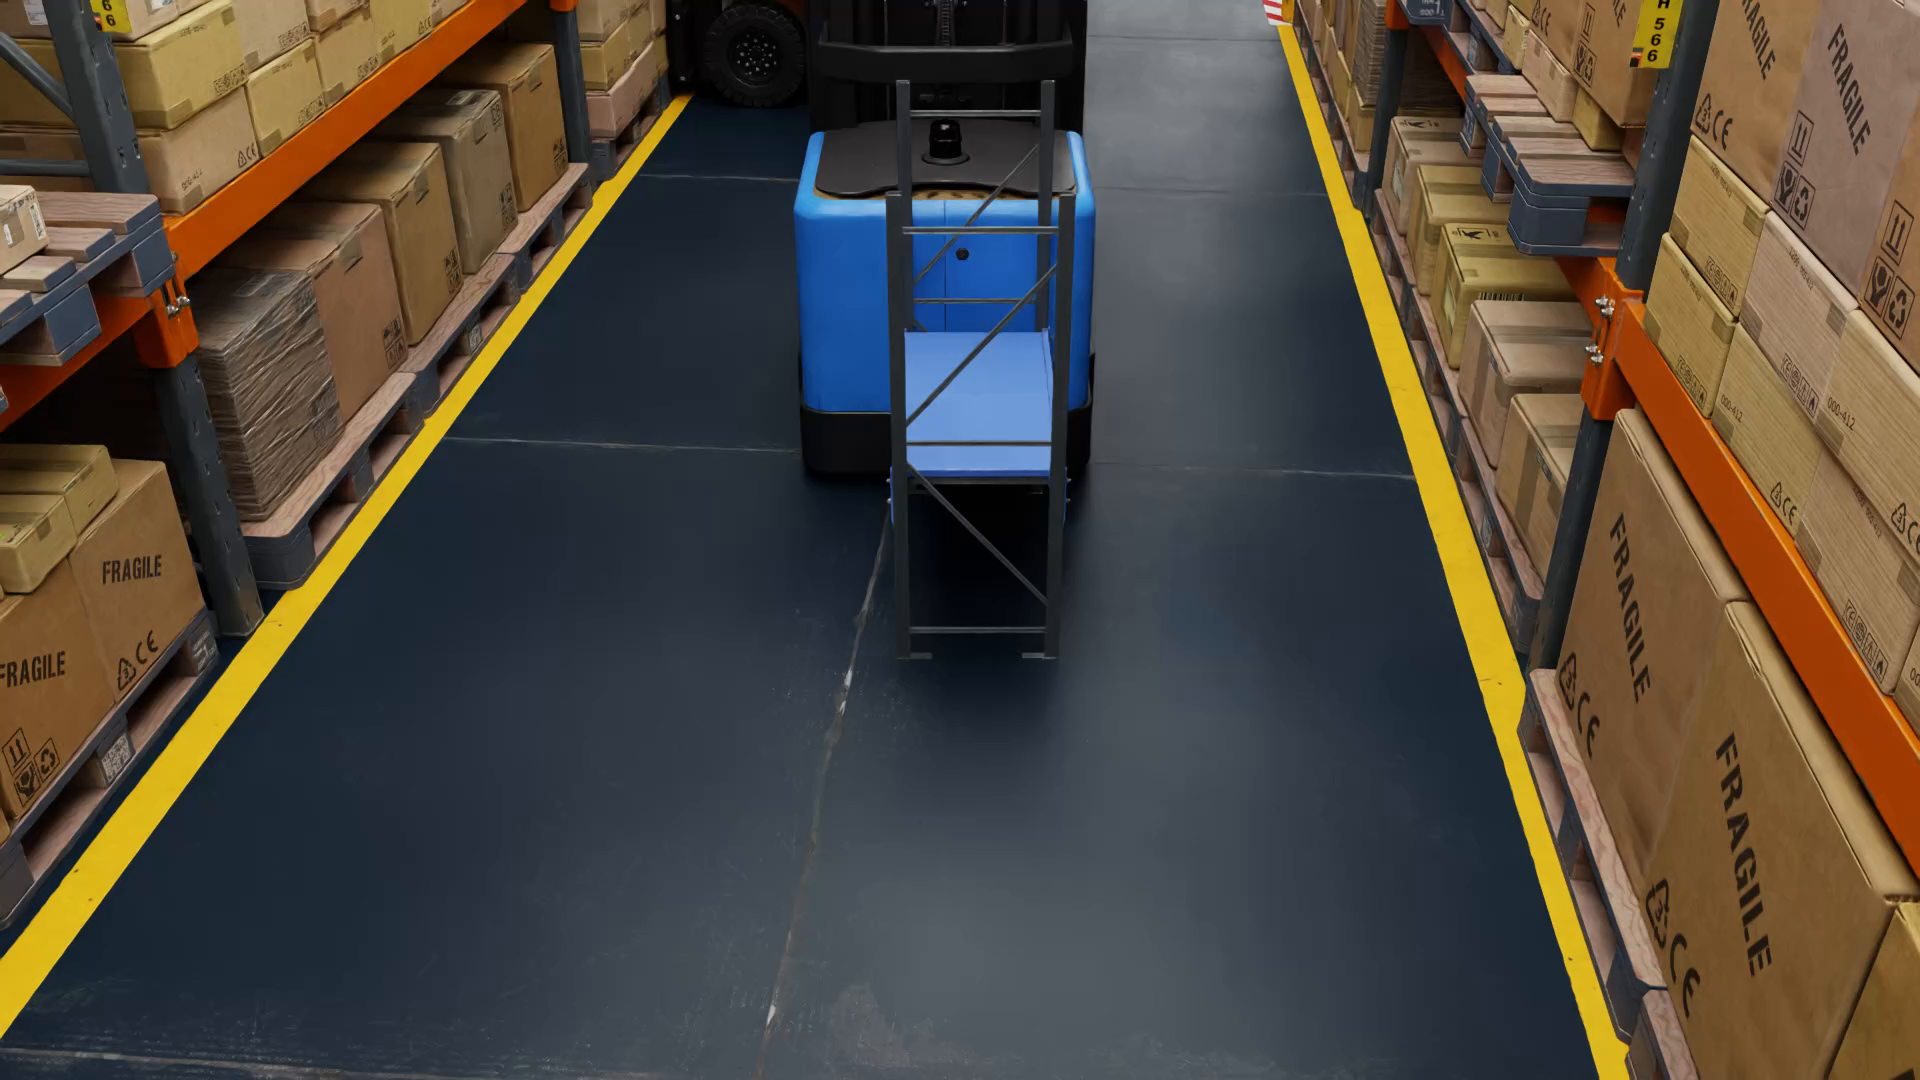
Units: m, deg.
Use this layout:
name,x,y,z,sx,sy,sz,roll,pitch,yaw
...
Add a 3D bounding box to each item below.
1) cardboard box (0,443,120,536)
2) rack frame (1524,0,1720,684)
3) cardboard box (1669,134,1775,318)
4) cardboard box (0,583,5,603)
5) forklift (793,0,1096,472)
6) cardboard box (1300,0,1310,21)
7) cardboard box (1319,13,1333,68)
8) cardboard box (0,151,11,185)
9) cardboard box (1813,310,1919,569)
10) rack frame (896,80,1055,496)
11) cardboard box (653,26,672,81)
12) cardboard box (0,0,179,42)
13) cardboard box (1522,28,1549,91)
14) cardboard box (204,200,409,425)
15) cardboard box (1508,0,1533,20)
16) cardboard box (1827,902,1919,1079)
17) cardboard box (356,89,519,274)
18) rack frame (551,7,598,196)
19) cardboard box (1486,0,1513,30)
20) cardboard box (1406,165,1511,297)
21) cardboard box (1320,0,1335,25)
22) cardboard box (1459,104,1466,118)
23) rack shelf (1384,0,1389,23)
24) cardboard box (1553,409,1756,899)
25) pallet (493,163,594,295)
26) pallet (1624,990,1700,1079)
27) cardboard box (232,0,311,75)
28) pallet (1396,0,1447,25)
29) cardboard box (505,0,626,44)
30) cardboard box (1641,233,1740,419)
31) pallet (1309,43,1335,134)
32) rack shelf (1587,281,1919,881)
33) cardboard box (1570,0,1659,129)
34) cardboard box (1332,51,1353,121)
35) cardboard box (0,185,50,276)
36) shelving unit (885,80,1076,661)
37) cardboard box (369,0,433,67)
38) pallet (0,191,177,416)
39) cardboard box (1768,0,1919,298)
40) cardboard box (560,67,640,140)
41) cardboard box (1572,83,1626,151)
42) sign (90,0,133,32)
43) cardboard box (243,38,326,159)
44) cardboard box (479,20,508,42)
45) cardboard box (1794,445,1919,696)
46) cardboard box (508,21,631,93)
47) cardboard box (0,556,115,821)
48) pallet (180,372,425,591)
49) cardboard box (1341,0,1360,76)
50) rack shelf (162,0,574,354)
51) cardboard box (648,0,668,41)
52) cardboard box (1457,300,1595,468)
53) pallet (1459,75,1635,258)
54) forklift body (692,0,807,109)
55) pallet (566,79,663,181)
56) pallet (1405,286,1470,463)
name,x,y,z,sx,sy,sz,roll,pitch,yaw
cardboard box,-2.522,-0.137,4.478,0.380,0.149,0.250,1,32,2
rack frame,2.213,-0.805,4.198,1.000,3.000,0.127,2,32,4
cardboard box,1.926,-0.700,3.693,0.500,0.250,0.500,2,32,4
cardboard box,-2.579,0.143,4.024,0.380,0.149,0.250,1,32,2
forklift,-0.056,-2.226,6.569,1.130,2.935,3.031,0,32,0
cardboard box,2.523,-3.587,10.932,0.500,0.250,0.500,2,32,4
cardboard box,2.443,-3.034,10.035,0.500,0.250,0.500,5,32,7
cardboard box,-2.952,-1.198,4.977,0.500,0.250,0.500,2,32,3
cardboard box,1.830,-0.170,2.833,0.500,0.250,0.500,2,32,4
rack frame,0.050,-0.807,5.629,0.500,1.500,0.032,0,32,0
cardboard box,-1.987,-2.890,9.800,0.500,0.250,0.500,3,32,5
cardboard box,-2.415,-1.488,4.592,0.380,0.149,0.250,3,32,5
cardboard box,1.960,-1.467,5.111,0.380,0.149,0.250,1,32,2
cardboard box,-2.624,-0.851,6.135,0.875,0.625,0.625,3,32,6
cardboard box,2.044,-1.938,5.256,0.500,0.500,0.500,0,32,1
cardboard box,1.924,1.212,2.550,0.875,0.875,0.875,3,32,5
cardboard box,-2.511,-1.596,7.344,0.875,0.625,0.625,2,32,3
rack frame,-2.408,-3.107,7.933,1.000,3.000,0.127,2,32,4
cardboard box,2.053,-1.872,5.768,0.380,0.149,0.250,1,32,2
cardboard box,2.444,-1.307,7.116,0.950,0.372,0.625,4,32,7
cardboard box,2.435,-3.358,9.846,0.500,0.500,0.500,3,32,5
cardboard box,2.856,-2.202,8.685,0.500,0.250,0.500,1,32,2
rack shelf,2.702,-3.637,9.478,1.077,0.370,4.000,2,32,4
cardboard box,2.074,0.278,4.065,0.875,0.875,0.875,2,32,4
pallet,-2.430,-1.533,8.037,1.003,0.211,1.213,2,32,4
pallet,1.972,1.427,3.233,1.003,0.211,1.213,2,32,4
cardboard box,-2.413,-1.648,5.231,0.500,0.250,0.500,3,32,6
pallet,2.332,-2.422,7.004,1.003,0.211,1.213,2,32,4
cardboard box,-2.056,-2.781,8.670,0.500,0.250,0.500,2,32,3
cardboard box,1.923,-0.496,3.839,0.500,0.250,0.500,2,32,3
pallet,2.655,-2.702,9.934,1.003,0.211,1.213,2,32,4
rack shelf,2.051,0.547,2.690,1.077,0.370,4.000,2,32,4
cardboard box,1.973,-1.403,4.388,0.500,0.500,0.500,2,32,3
cardboard box,2.353,-2.505,9.176,0.500,0.250,0.500,2,32,3
cardboard box,-2.405,-0.728,3.911,0.380,0.149,0.250,3,32,5
shelving unit,0.052,-0.540,5.196,0.538,1.500,1.048,0,32,0
cardboard box,-2.330,-1.977,6.242,0.500,0.250,0.500,3,32,6
pallet,-2.719,-0.576,4.009,1.213,0.211,1.003,2,32,4
cardboard box,1.899,-0.766,3.086,0.500,0.500,0.500,3,32,4
cardboard box,-2.039,-2.354,8.932,0.500,0.250,0.500,3,32,4
cardboard box,1.955,-1.202,4.681,0.380,0.149,0.250,3,32,5
sign,-2.192,-1.457,4.226,0.100,0.325,0.005,2,32,4
cardboard box,-2.408,-1.436,5.364,0.500,0.250,0.500,2,32,3
cardboard box,-2.561,-2.807,8.713,0.500,0.250,0.500,3,32,5
cardboard box,1.850,0.047,2.958,0.500,0.250,0.500,3,32,6
cardboard box,-2.061,-2.568,8.802,0.500,0.250,0.500,2,32,4
cardboard box,-2.605,0.361,4.287,0.500,0.500,0.500,2,32,3
pallet,-2.628,-0.257,5.966,1.003,0.211,1.213,2,32,4
cardboard box,2.359,-2.811,8.959,0.500,0.500,0.500,3,32,5
rack shelf,-2.571,-1.755,6.425,1.077,0.370,4.000,2,32,4
cardboard box,-1.970,-3.094,9.655,0.500,0.250,0.500,2,32,4
cardboard box,2.321,-0.547,5.883,0.950,0.372,0.625,2,32,3
pallet,2.165,-1.101,4.860,1.213,0.211,1.003,2,32,4
forklift body,-0.419,-3.768,9.814,2.313,2.155,1.214,2,32,4
pallet,-2.302,-2.334,9.336,1.003,0.211,1.213,2,32,4
pallet,2.380,-0.663,6.625,1.003,0.211,1.213,2,32,4
